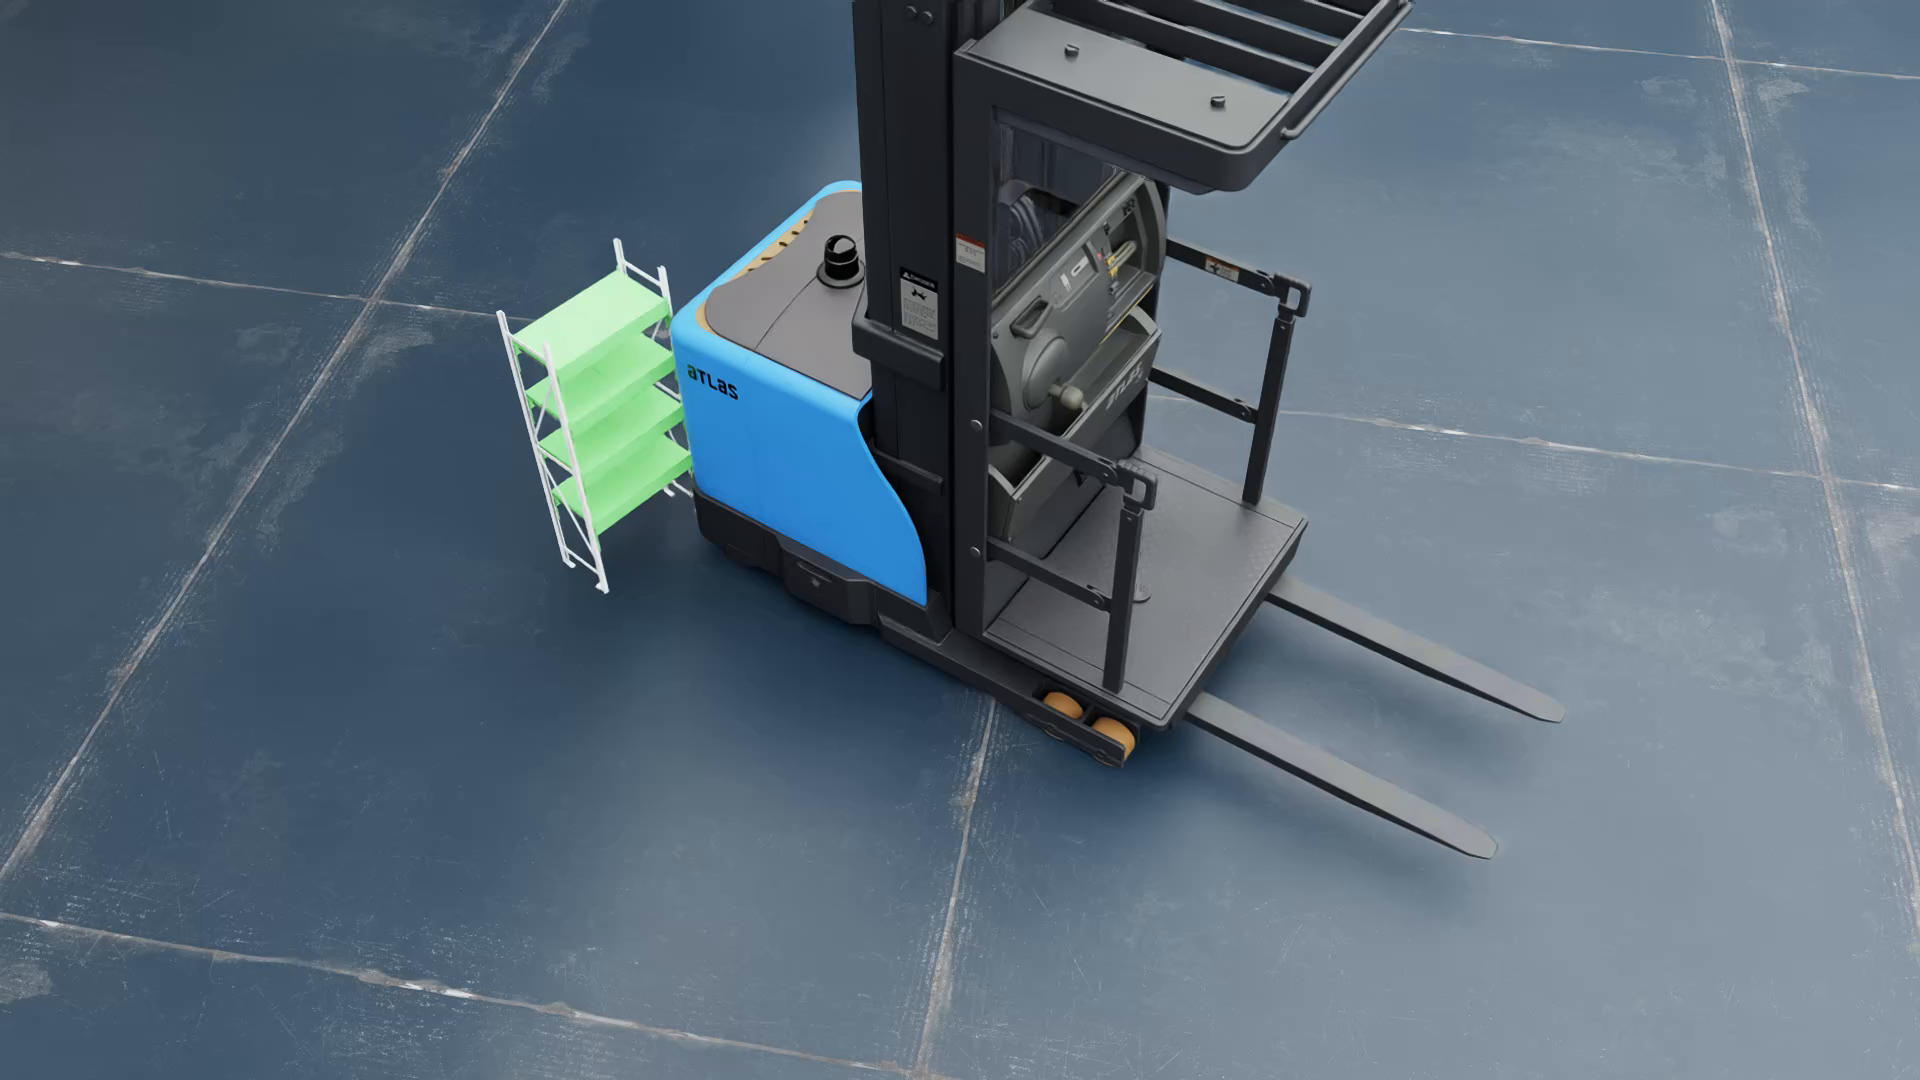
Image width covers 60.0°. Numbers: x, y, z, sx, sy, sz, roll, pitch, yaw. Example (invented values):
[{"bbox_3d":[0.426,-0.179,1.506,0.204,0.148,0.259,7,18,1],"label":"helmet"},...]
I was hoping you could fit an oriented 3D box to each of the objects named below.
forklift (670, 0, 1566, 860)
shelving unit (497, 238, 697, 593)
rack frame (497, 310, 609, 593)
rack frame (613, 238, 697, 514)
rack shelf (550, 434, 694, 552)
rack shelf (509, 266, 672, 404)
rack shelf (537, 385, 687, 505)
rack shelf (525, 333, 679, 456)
[{"bbox_3d":[0.539,-0.681,4.891,3.031,2.935,1.130,26,53,21],"label":"forklift"},{"bbox_3d":[-1.219,-0.405,5.808,0.258,1.200,0.503,33,56,26],"label":"shelving unit"},{"bbox_3d":[-1.379,-0.268,5.685,0.240,1.200,0.015,33,56,26],"label":"rack frame"},{"bbox_3d":[-1.059,-0.542,5.931,0.240,1.200,0.015,33,56,26],"label":"rack frame"},{"bbox_3d":[-1.219,-0.202,6.034,0.258,0.148,0.480,33,56,26],"label":"rack shelf"},{"bbox_3d":[-1.219,-0.684,5.498,0.258,0.148,0.480,33,56,26],"label":"rack shelf"},{"bbox_3d":[-1.219,-0.363,5.855,0.258,0.148,0.480,33,56,26],"label":"rack shelf"},{"bbox_3d":[-1.219,-0.523,5.677,0.258,0.148,0.480,33,56,26],"label":"rack shelf"}]
